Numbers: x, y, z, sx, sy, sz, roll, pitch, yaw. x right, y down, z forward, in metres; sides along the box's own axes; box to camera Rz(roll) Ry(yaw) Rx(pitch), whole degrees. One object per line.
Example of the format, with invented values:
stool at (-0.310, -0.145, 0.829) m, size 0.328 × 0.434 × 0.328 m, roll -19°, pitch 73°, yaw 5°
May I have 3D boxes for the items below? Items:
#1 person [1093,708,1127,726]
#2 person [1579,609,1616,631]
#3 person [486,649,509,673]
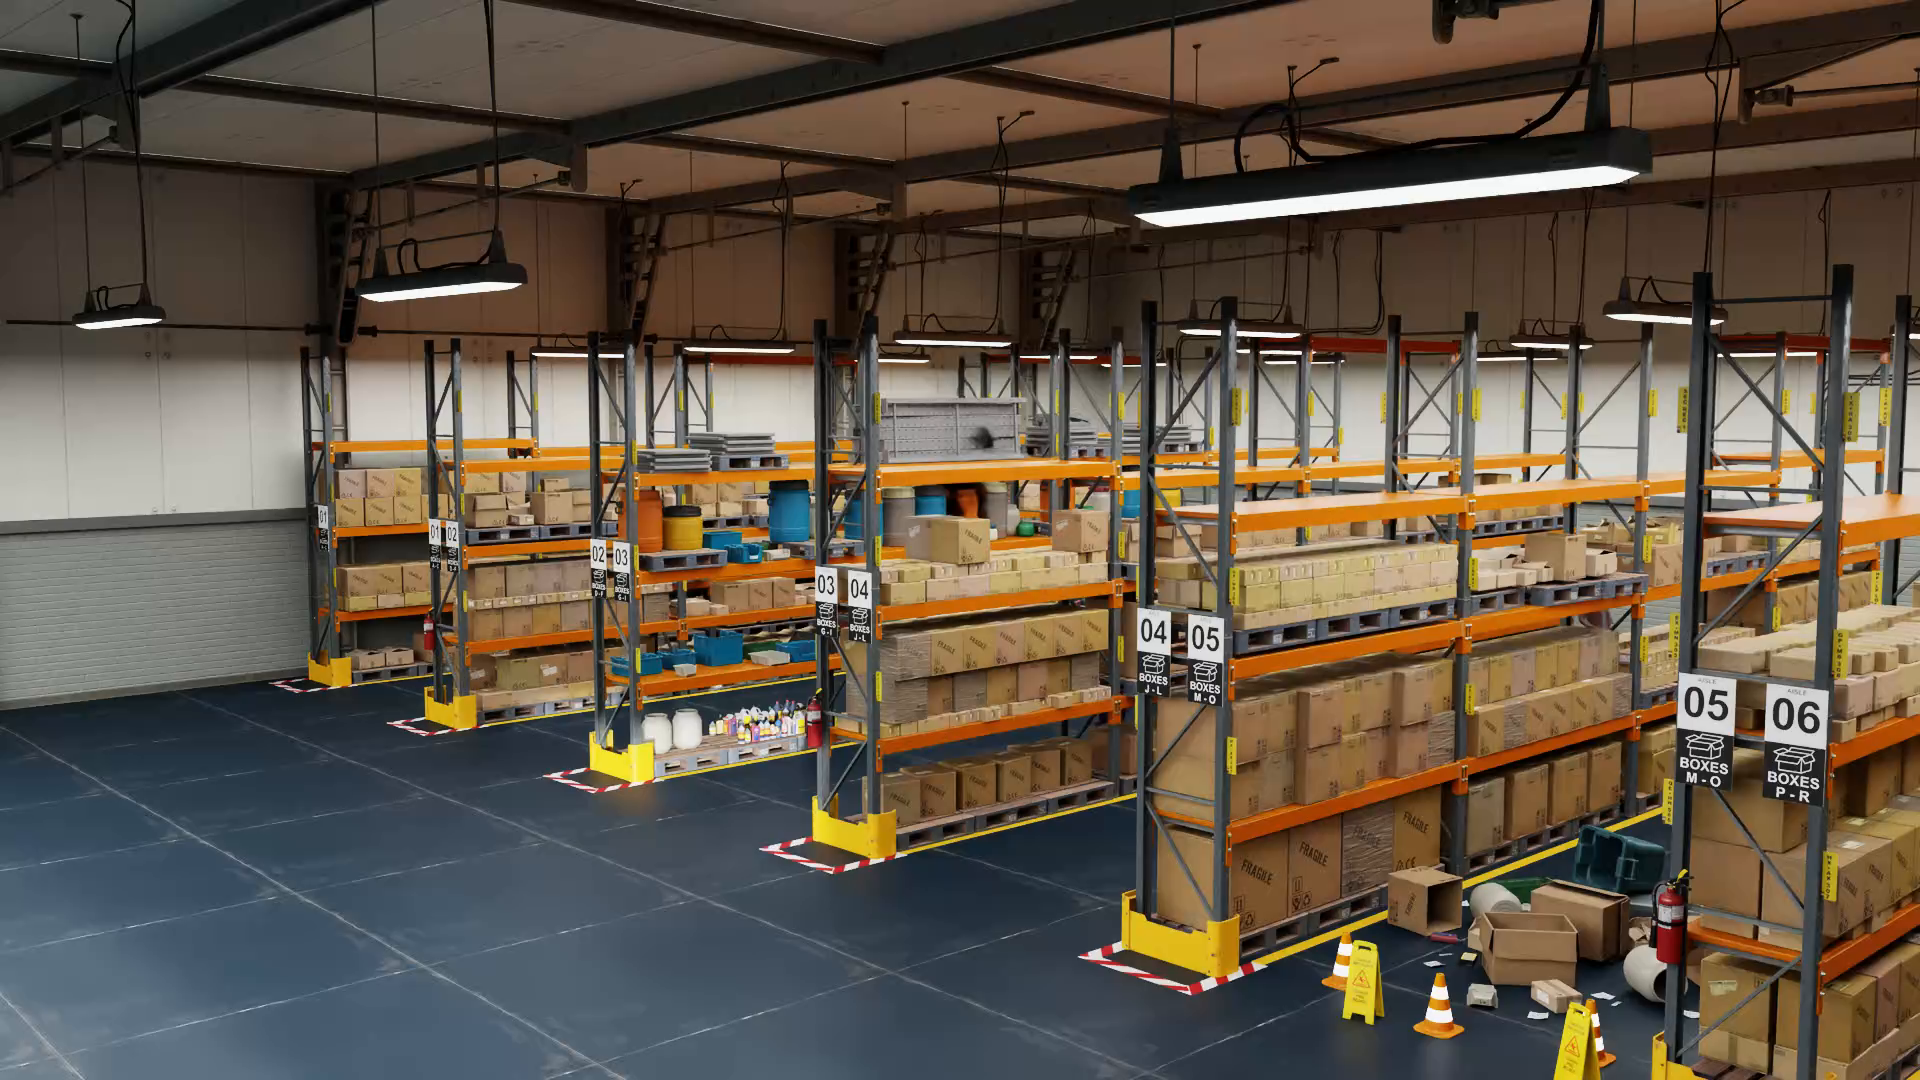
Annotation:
person at (2.179, 1.928, 24.486) m, size 0.550 × 1.621 × 0.608 m, roll -4°, pitch 6°, yaw -39°
person at (11.460, 1.695, 29.843) m, size 0.764 × 1.751 × 0.727 m, roll -2°, pitch 6°, yaw -25°
person at (-7.924, 1.833, 28.747) m, size 0.657 × 1.628 × 0.531 m, roll 4°, pitch 6°, yaw 39°
